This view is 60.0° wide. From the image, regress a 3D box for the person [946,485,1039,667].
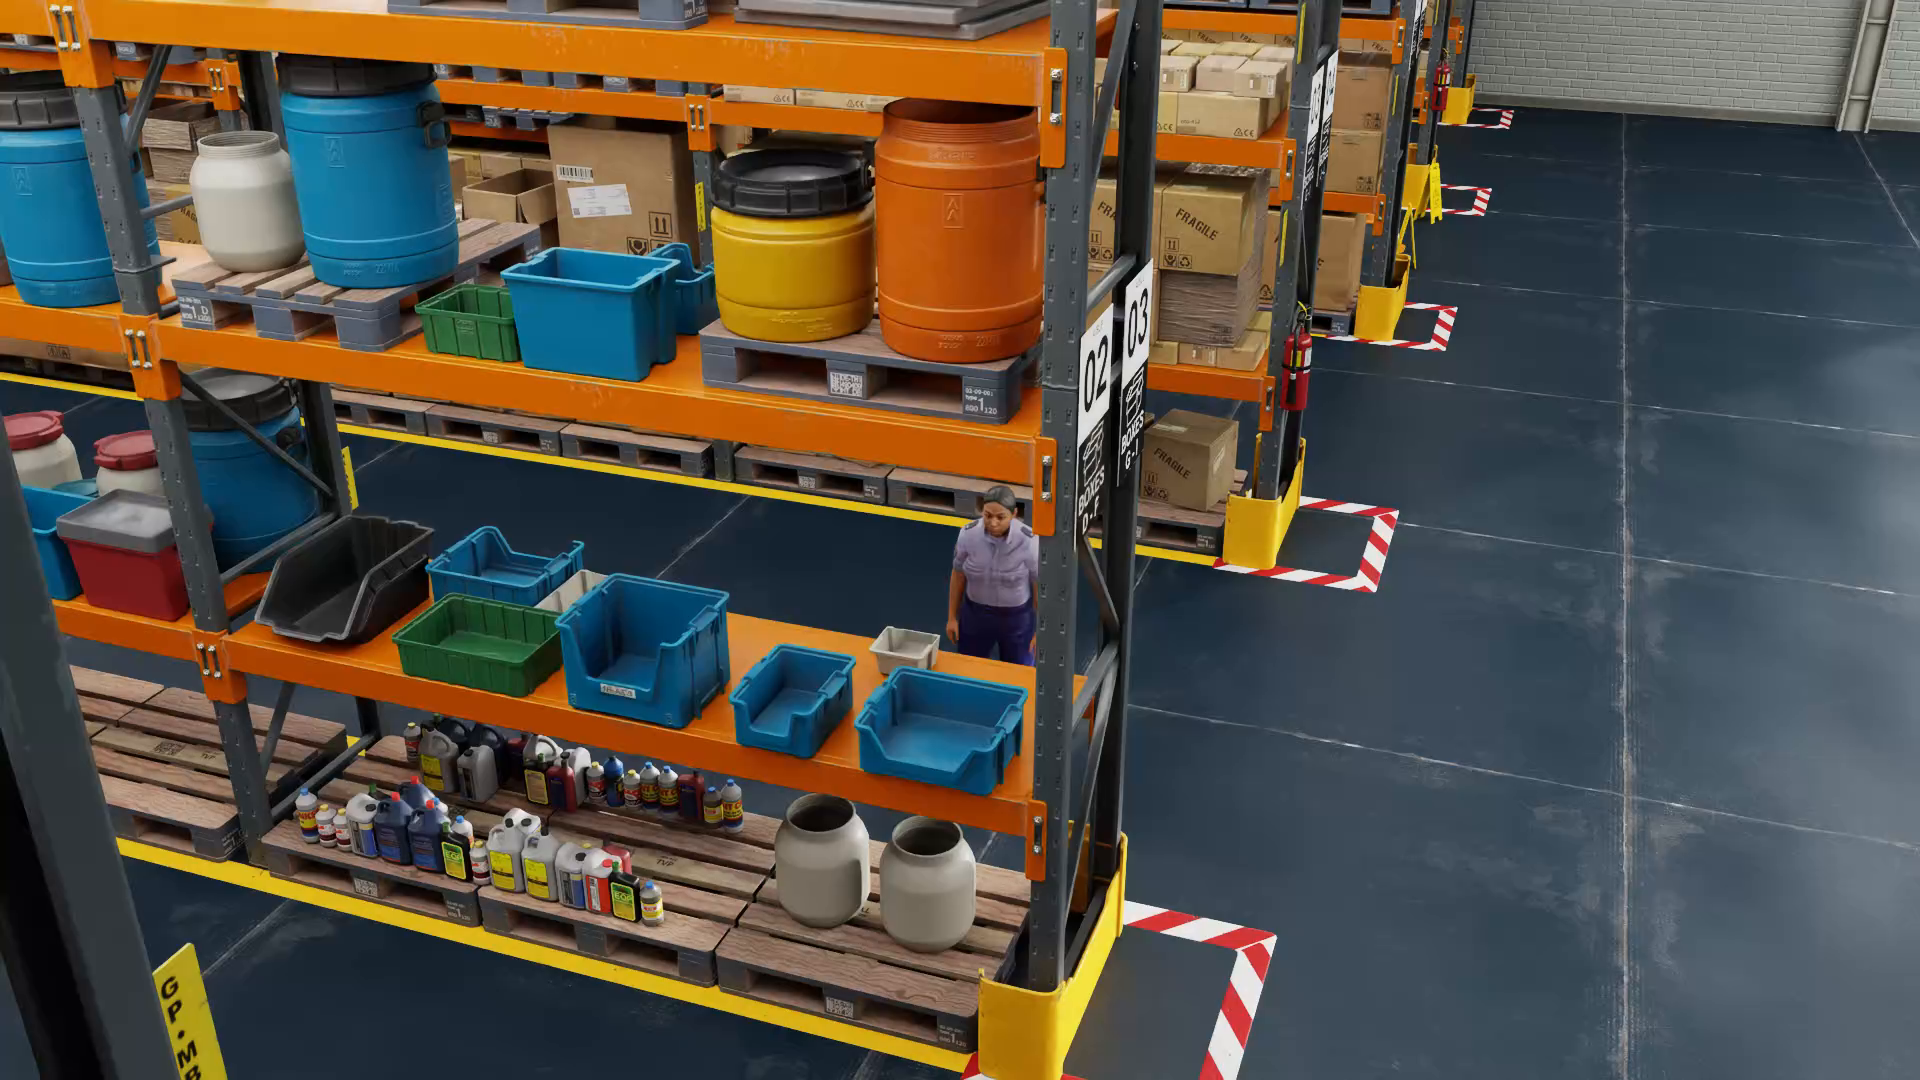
[{"bbox_3d":[0.185,0.445,8.646,0.560,1.653,0.366,8,27,15],"label":"person"}]
